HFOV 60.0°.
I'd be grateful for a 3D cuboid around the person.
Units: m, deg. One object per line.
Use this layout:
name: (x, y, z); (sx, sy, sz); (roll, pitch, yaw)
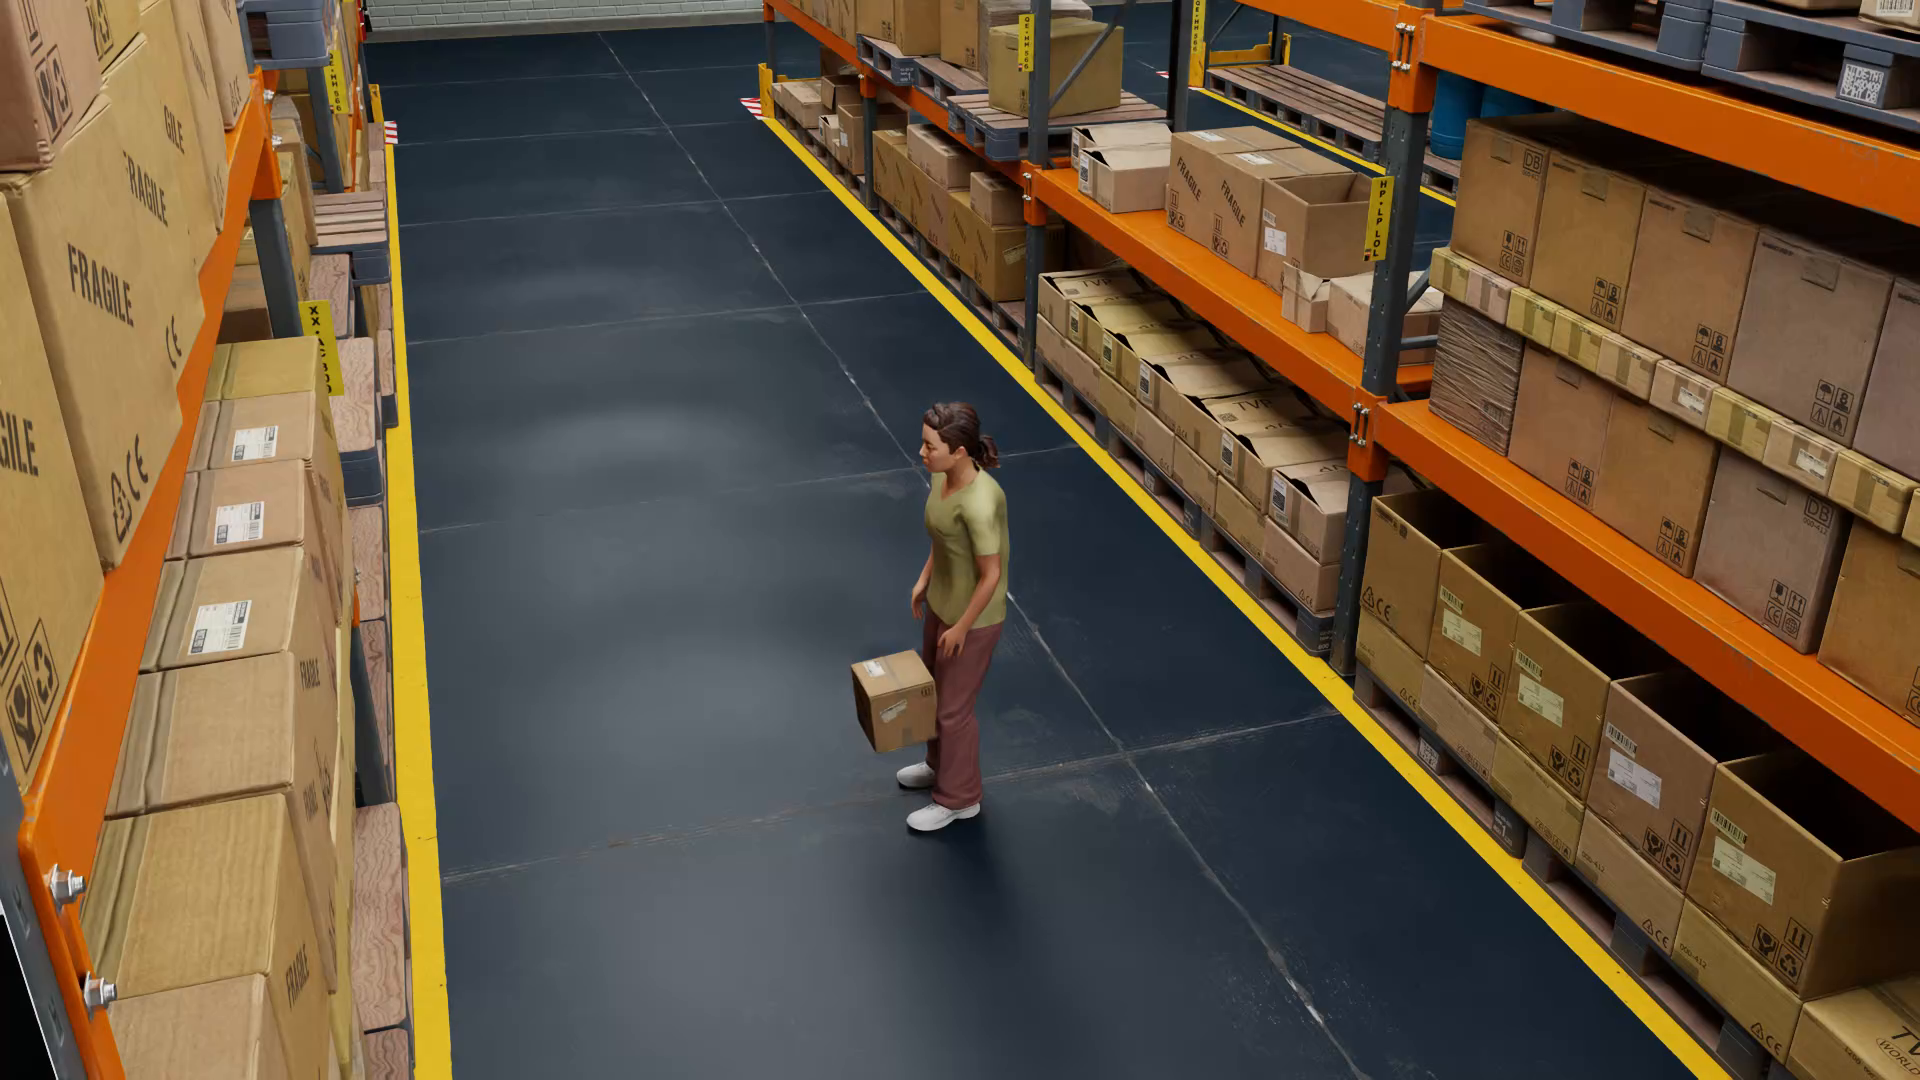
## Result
person: (-0.040, 0.275, 6.060); (0.414, 1.676, 0.481); (-9, 28, -17)
